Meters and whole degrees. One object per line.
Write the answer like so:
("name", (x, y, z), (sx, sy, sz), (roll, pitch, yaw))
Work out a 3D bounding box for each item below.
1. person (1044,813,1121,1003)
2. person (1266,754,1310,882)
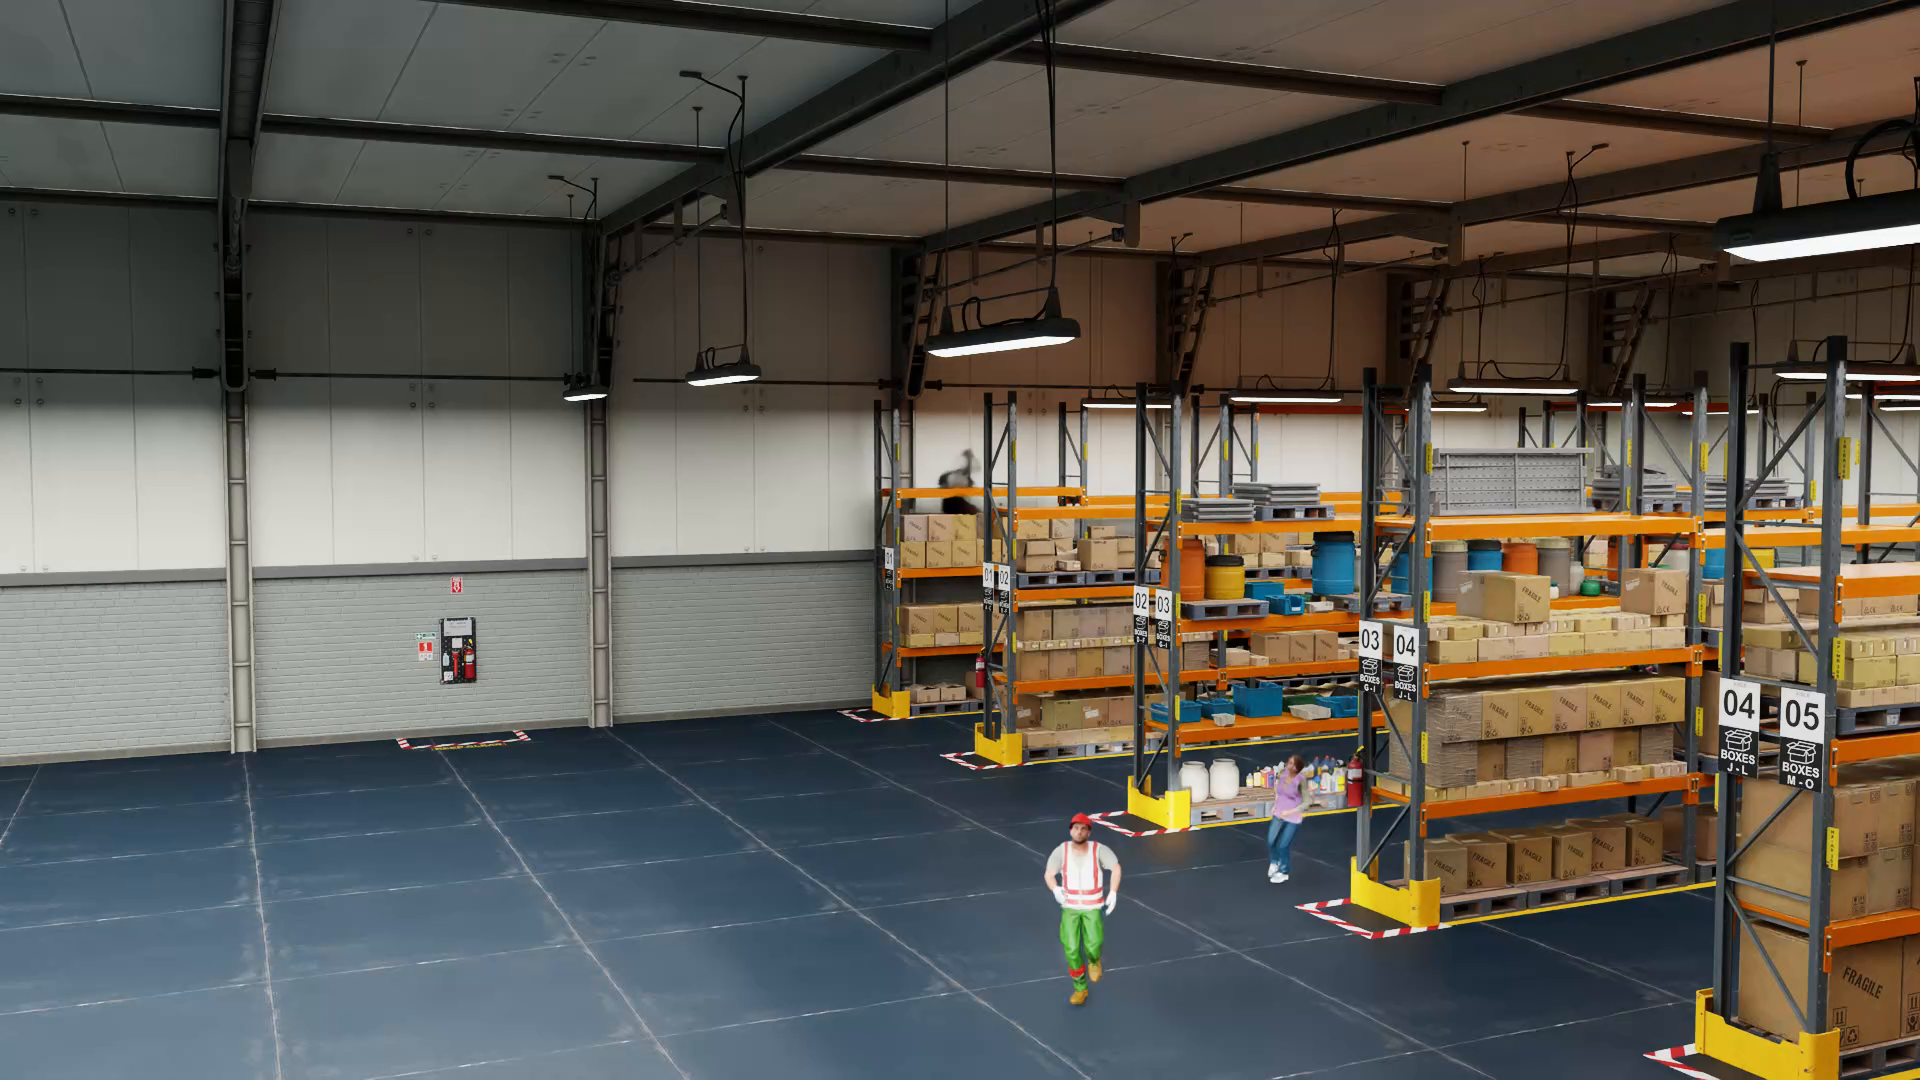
("person", (1.122, 3.397, 15.375), (0.701, 1.745, 0.609), (1, 3, 9))
("person", (3.806, 3.257, 19.391), (0.575, 1.547, 0.495), (3, 4, 40))
